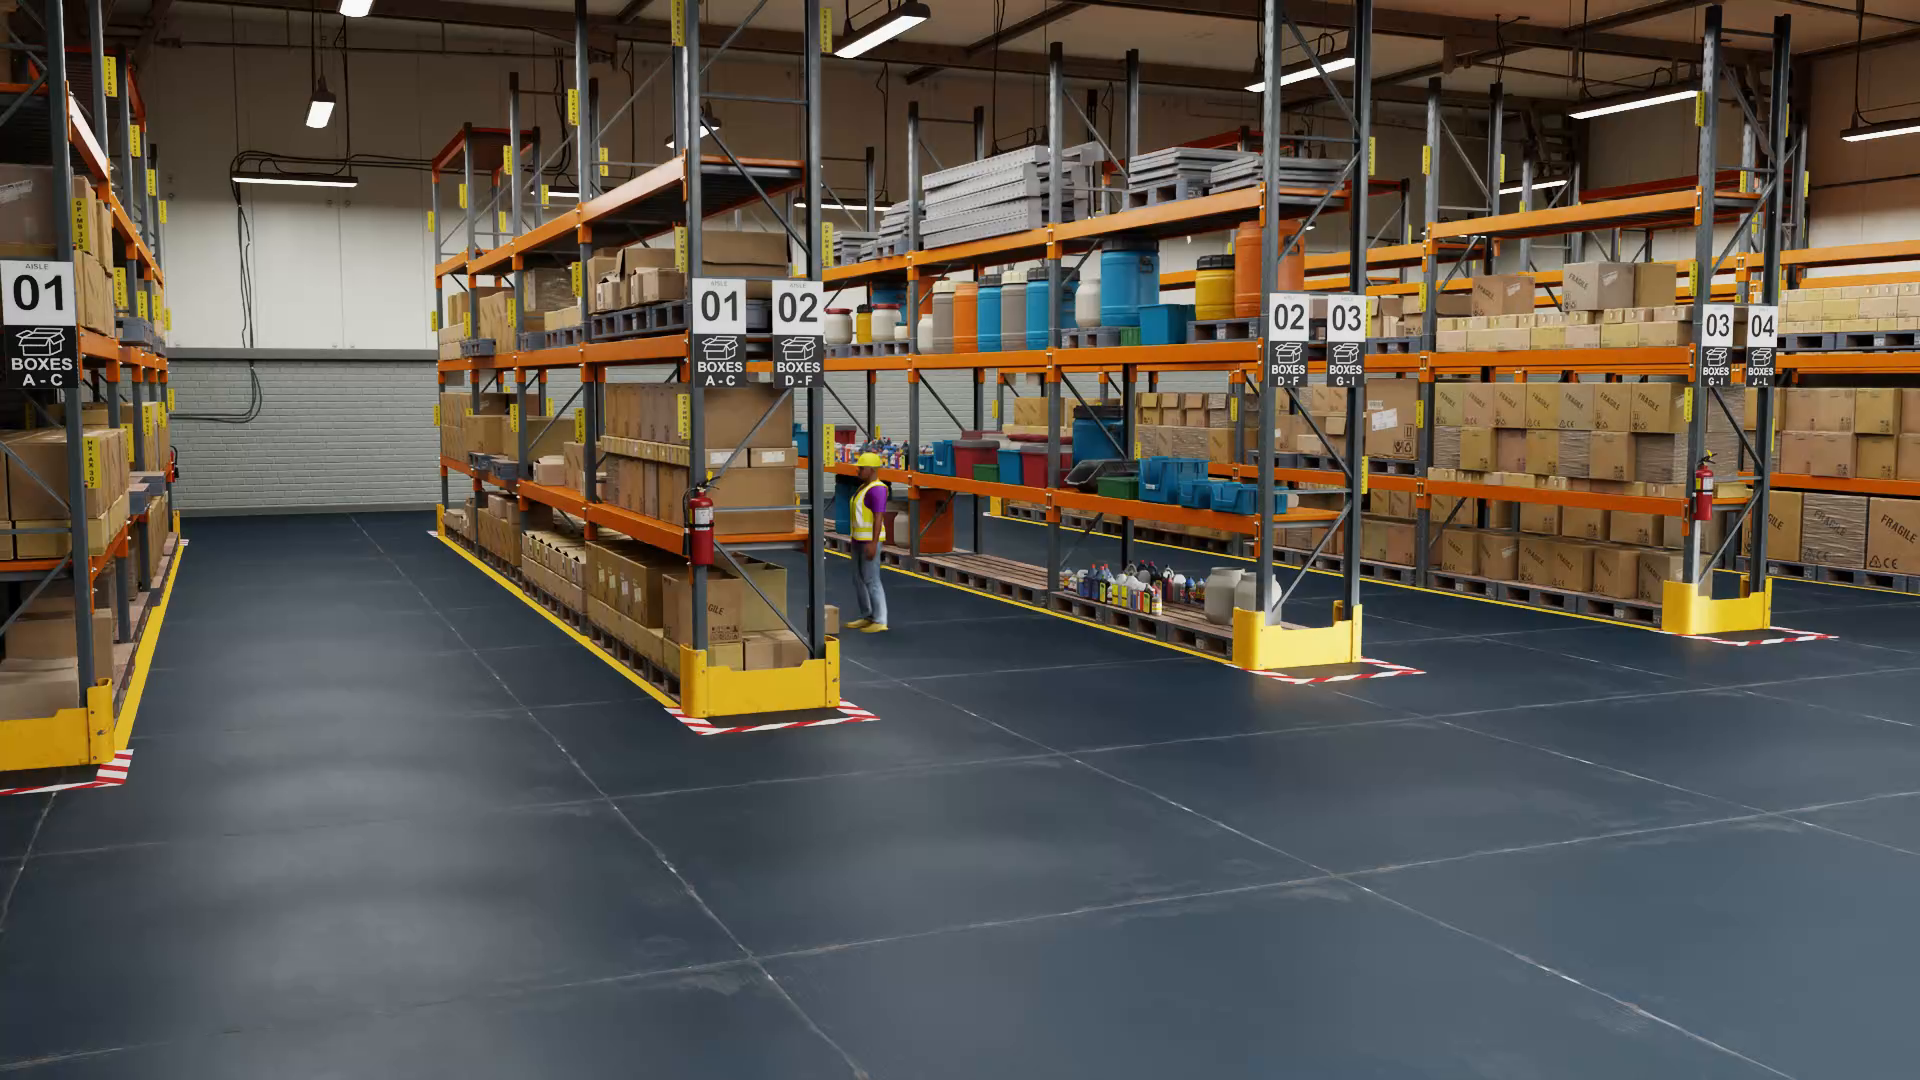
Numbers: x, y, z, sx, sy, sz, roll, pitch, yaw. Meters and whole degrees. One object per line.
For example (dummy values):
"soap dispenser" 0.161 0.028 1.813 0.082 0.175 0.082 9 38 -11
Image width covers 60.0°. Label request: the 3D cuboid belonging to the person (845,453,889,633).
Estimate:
"person" -0.921 0.021 16.484 0.373 1.771 0.565 -2 6 -22
